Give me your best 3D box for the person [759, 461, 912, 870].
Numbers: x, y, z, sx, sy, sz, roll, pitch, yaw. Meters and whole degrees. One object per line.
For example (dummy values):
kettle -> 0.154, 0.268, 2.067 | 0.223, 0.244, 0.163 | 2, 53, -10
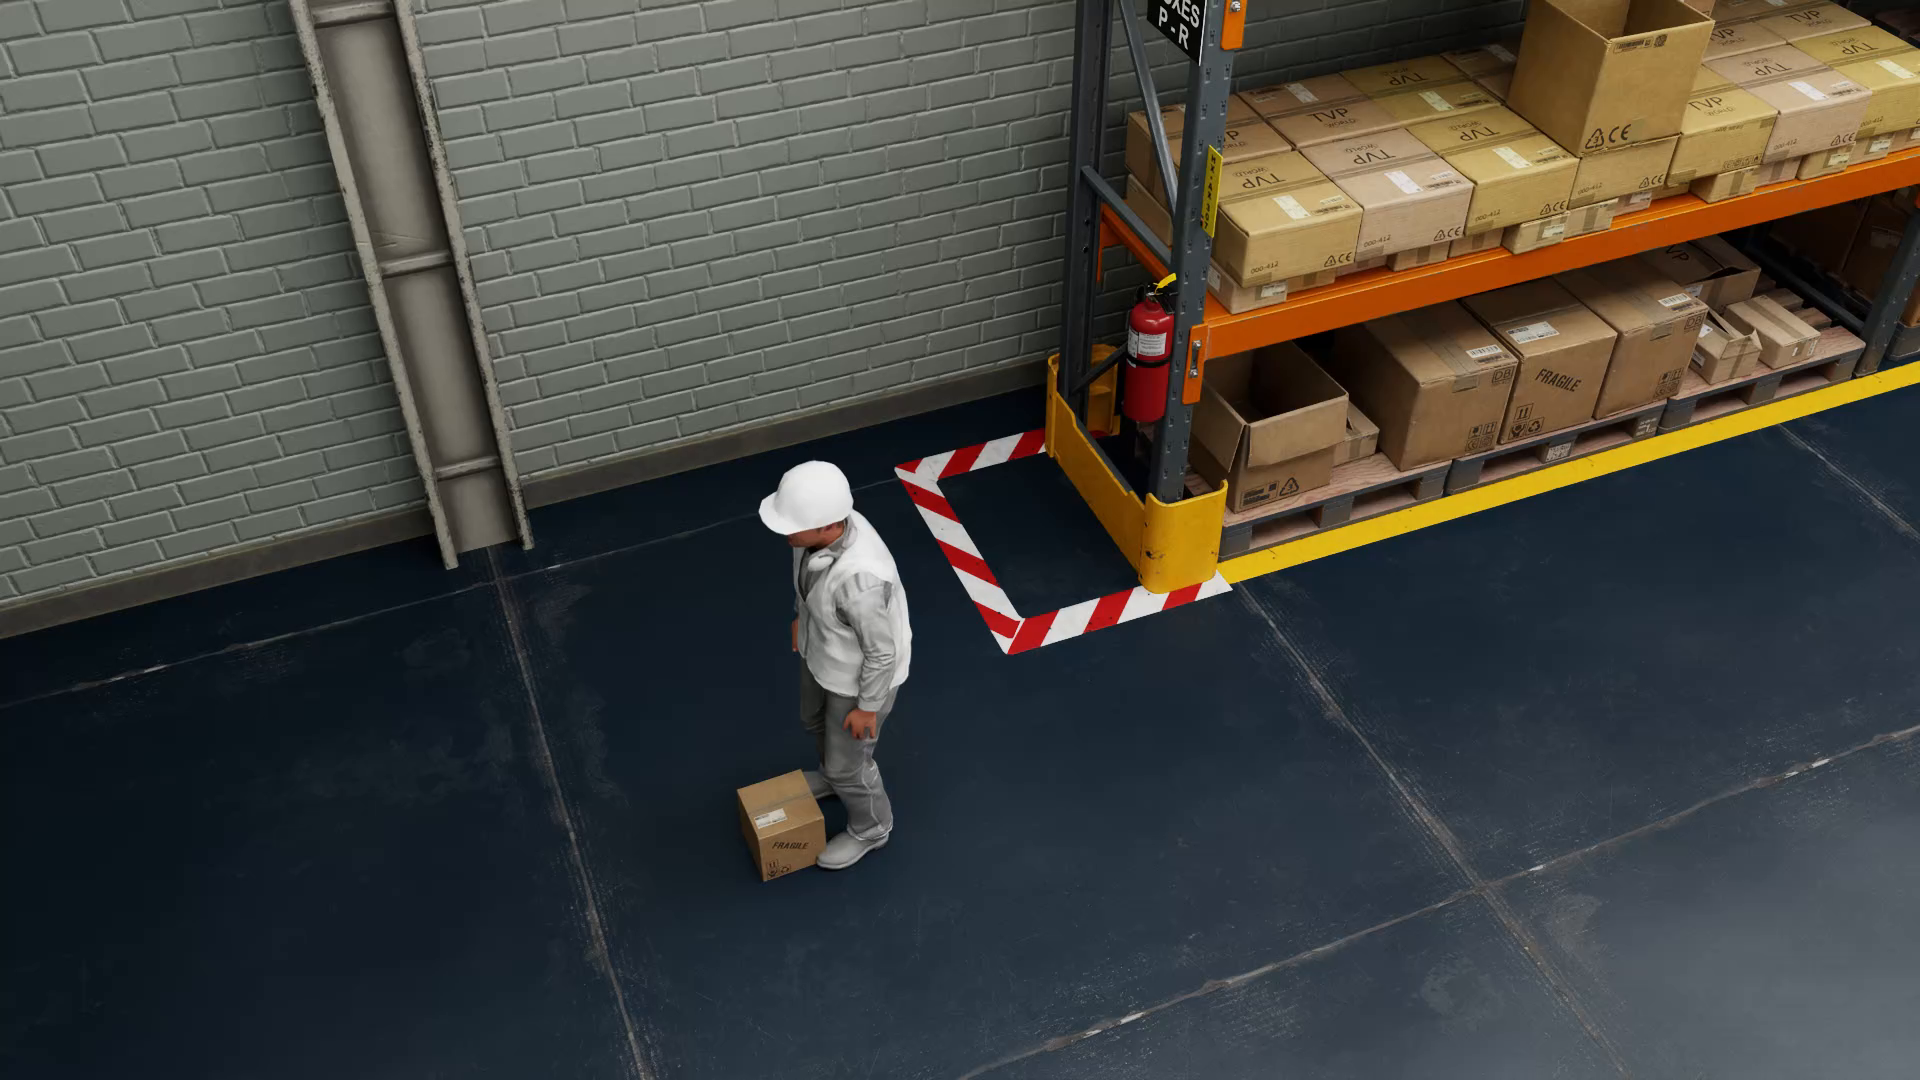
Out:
person -> -0.410, 0.411, 5.675 | 0.465, 1.771, 0.592 | -18, 45, -19
